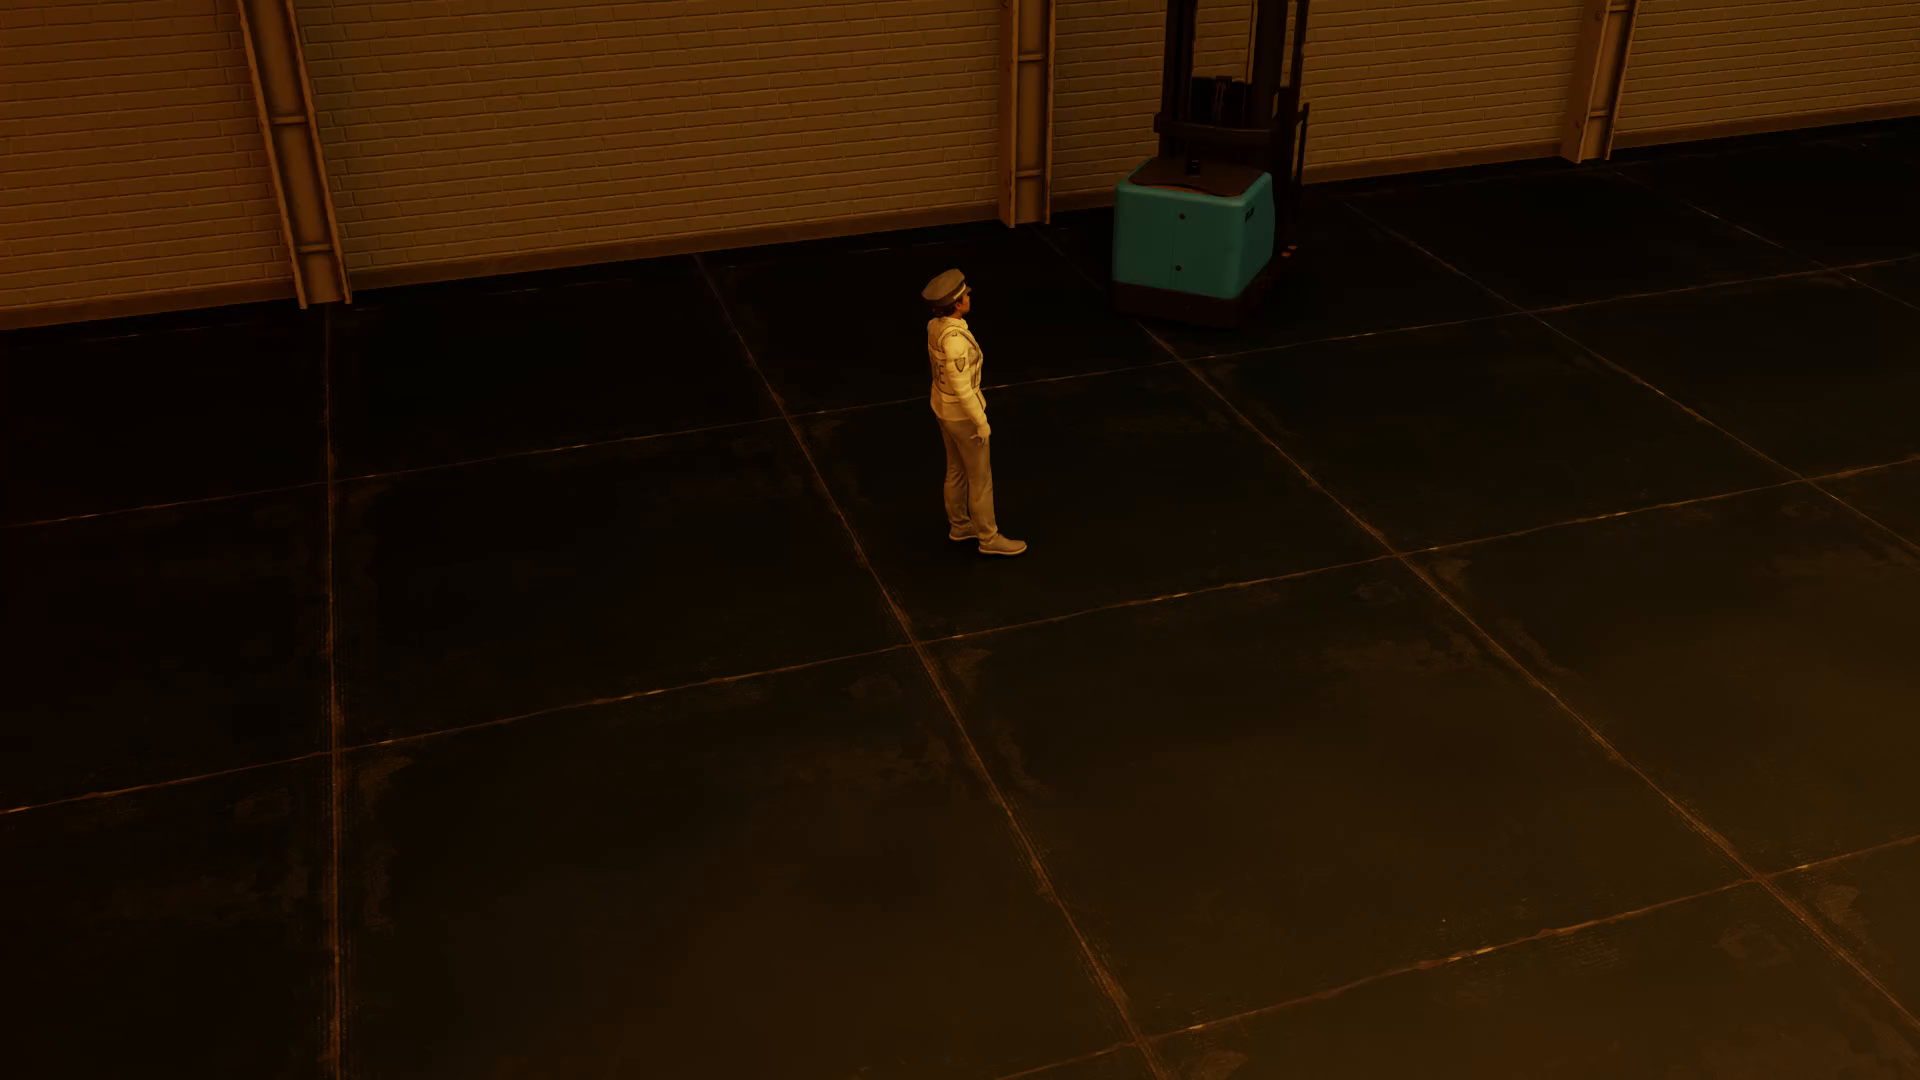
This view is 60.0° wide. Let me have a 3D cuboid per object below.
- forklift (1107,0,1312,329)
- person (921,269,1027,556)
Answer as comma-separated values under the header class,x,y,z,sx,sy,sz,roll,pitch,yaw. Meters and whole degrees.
class,x,y,z,sx,sy,sz,roll,pitch,yaw
forklift,2.237,-3.594,13.334,1.130,2.935,3.031,13,32,21
person,0.066,-0.748,9.613,0.534,1.696,0.587,-10,31,-16
